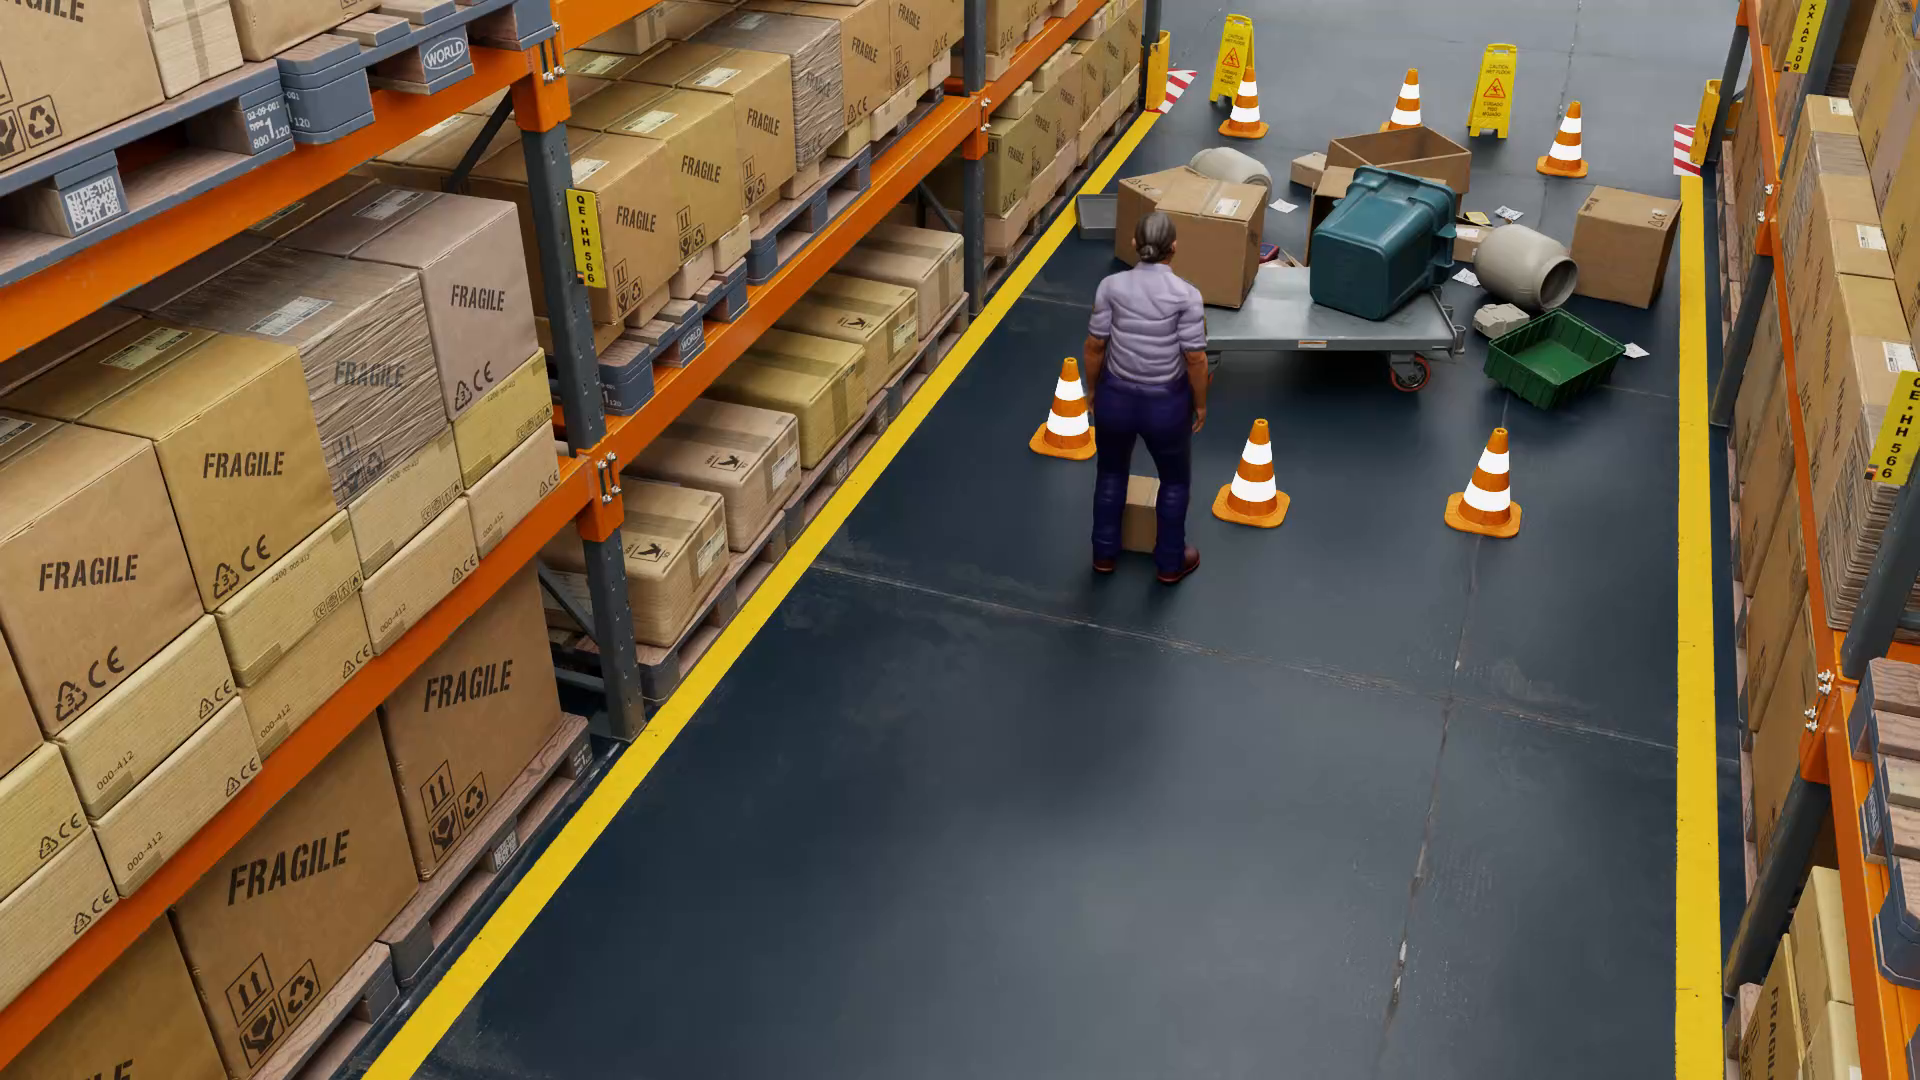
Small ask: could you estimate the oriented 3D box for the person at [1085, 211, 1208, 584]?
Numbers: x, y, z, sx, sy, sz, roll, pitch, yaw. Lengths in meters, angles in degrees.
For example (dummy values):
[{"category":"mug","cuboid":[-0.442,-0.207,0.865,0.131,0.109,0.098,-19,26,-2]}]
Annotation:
[{"category":"person","cuboid":[0.786,-0.574,7.016,0.541,1.652,0.368,11,35,16]}]
